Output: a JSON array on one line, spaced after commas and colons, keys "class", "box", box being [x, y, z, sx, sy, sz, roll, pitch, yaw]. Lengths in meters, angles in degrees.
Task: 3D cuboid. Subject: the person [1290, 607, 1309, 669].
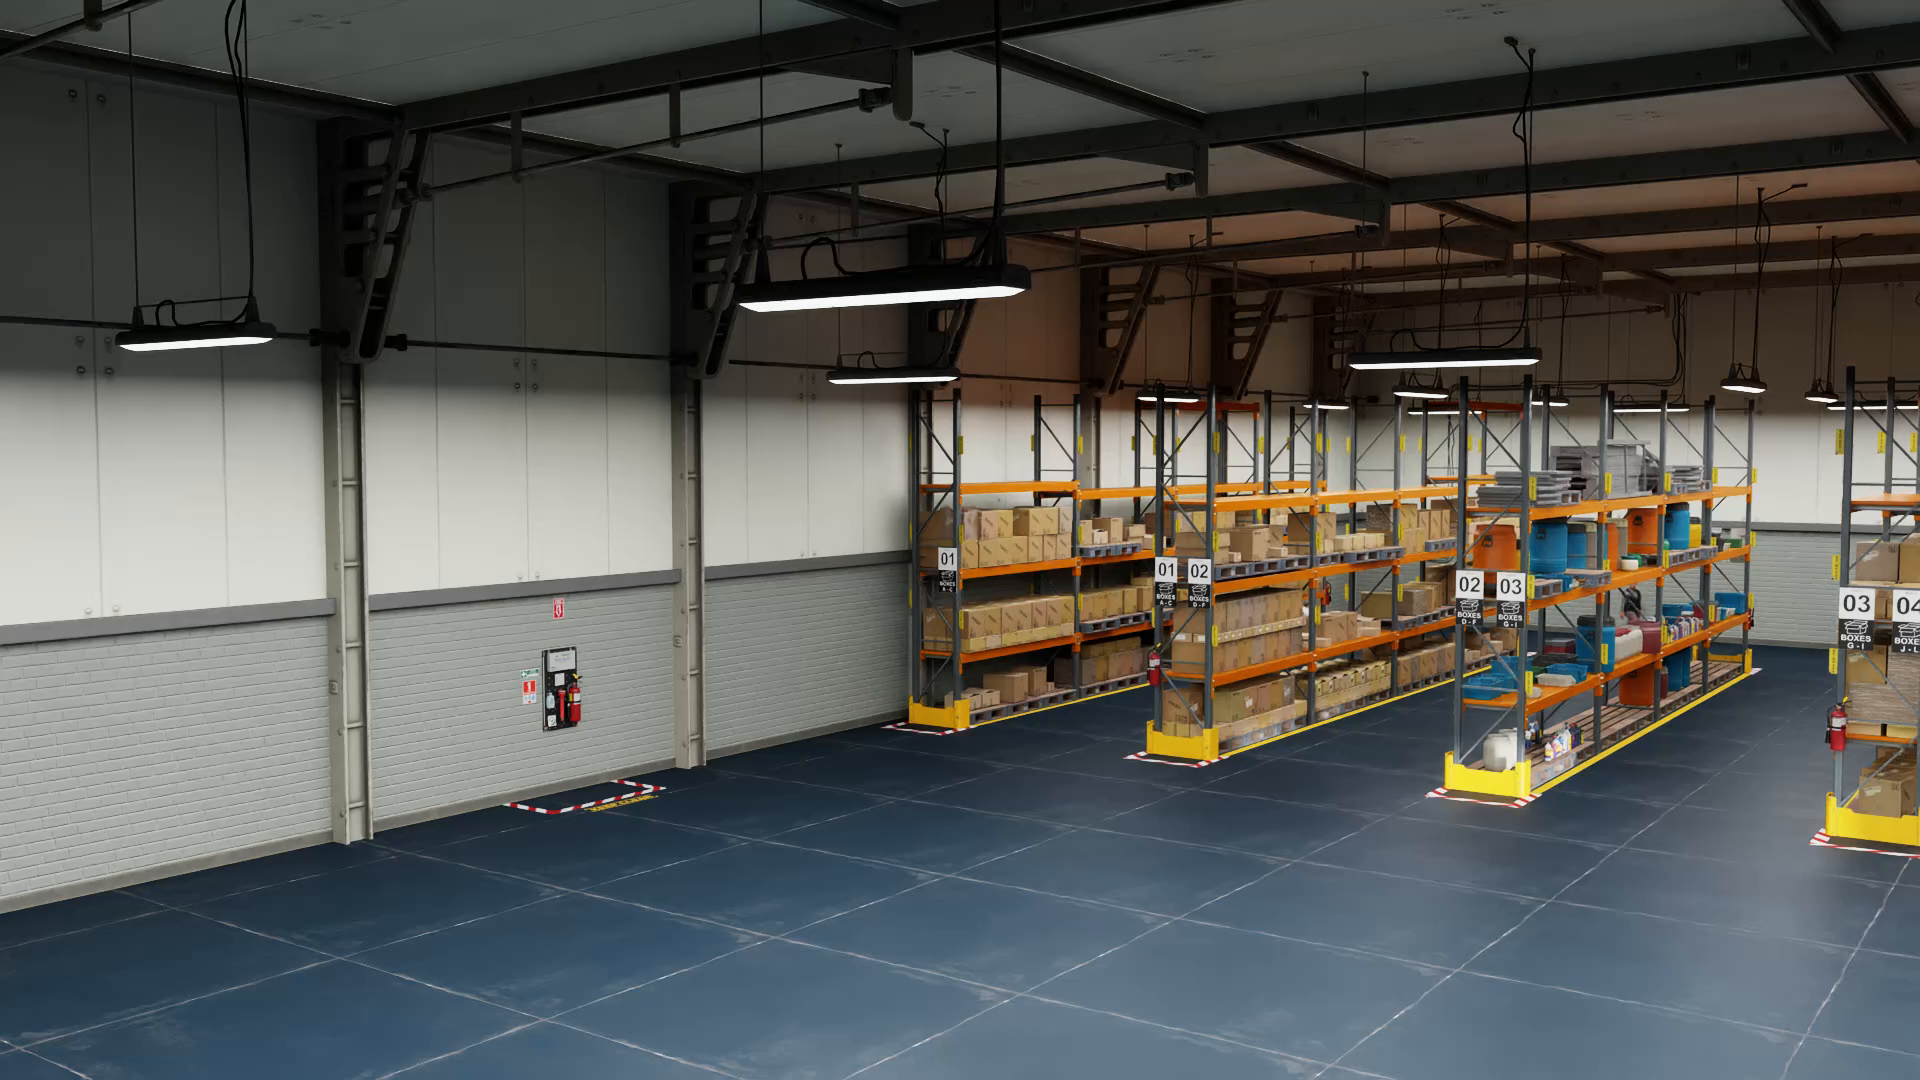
[{"class": "person", "box": [7.639, 2.052, 37.325, 0.493, 1.618, 0.857, 2, 4, 33]}]

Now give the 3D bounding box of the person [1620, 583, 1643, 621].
[{"class": "person", "box": [17.026, 1.807, 41.990, 0.524, 1.611, 1.042, -1, 3, -20]}]
